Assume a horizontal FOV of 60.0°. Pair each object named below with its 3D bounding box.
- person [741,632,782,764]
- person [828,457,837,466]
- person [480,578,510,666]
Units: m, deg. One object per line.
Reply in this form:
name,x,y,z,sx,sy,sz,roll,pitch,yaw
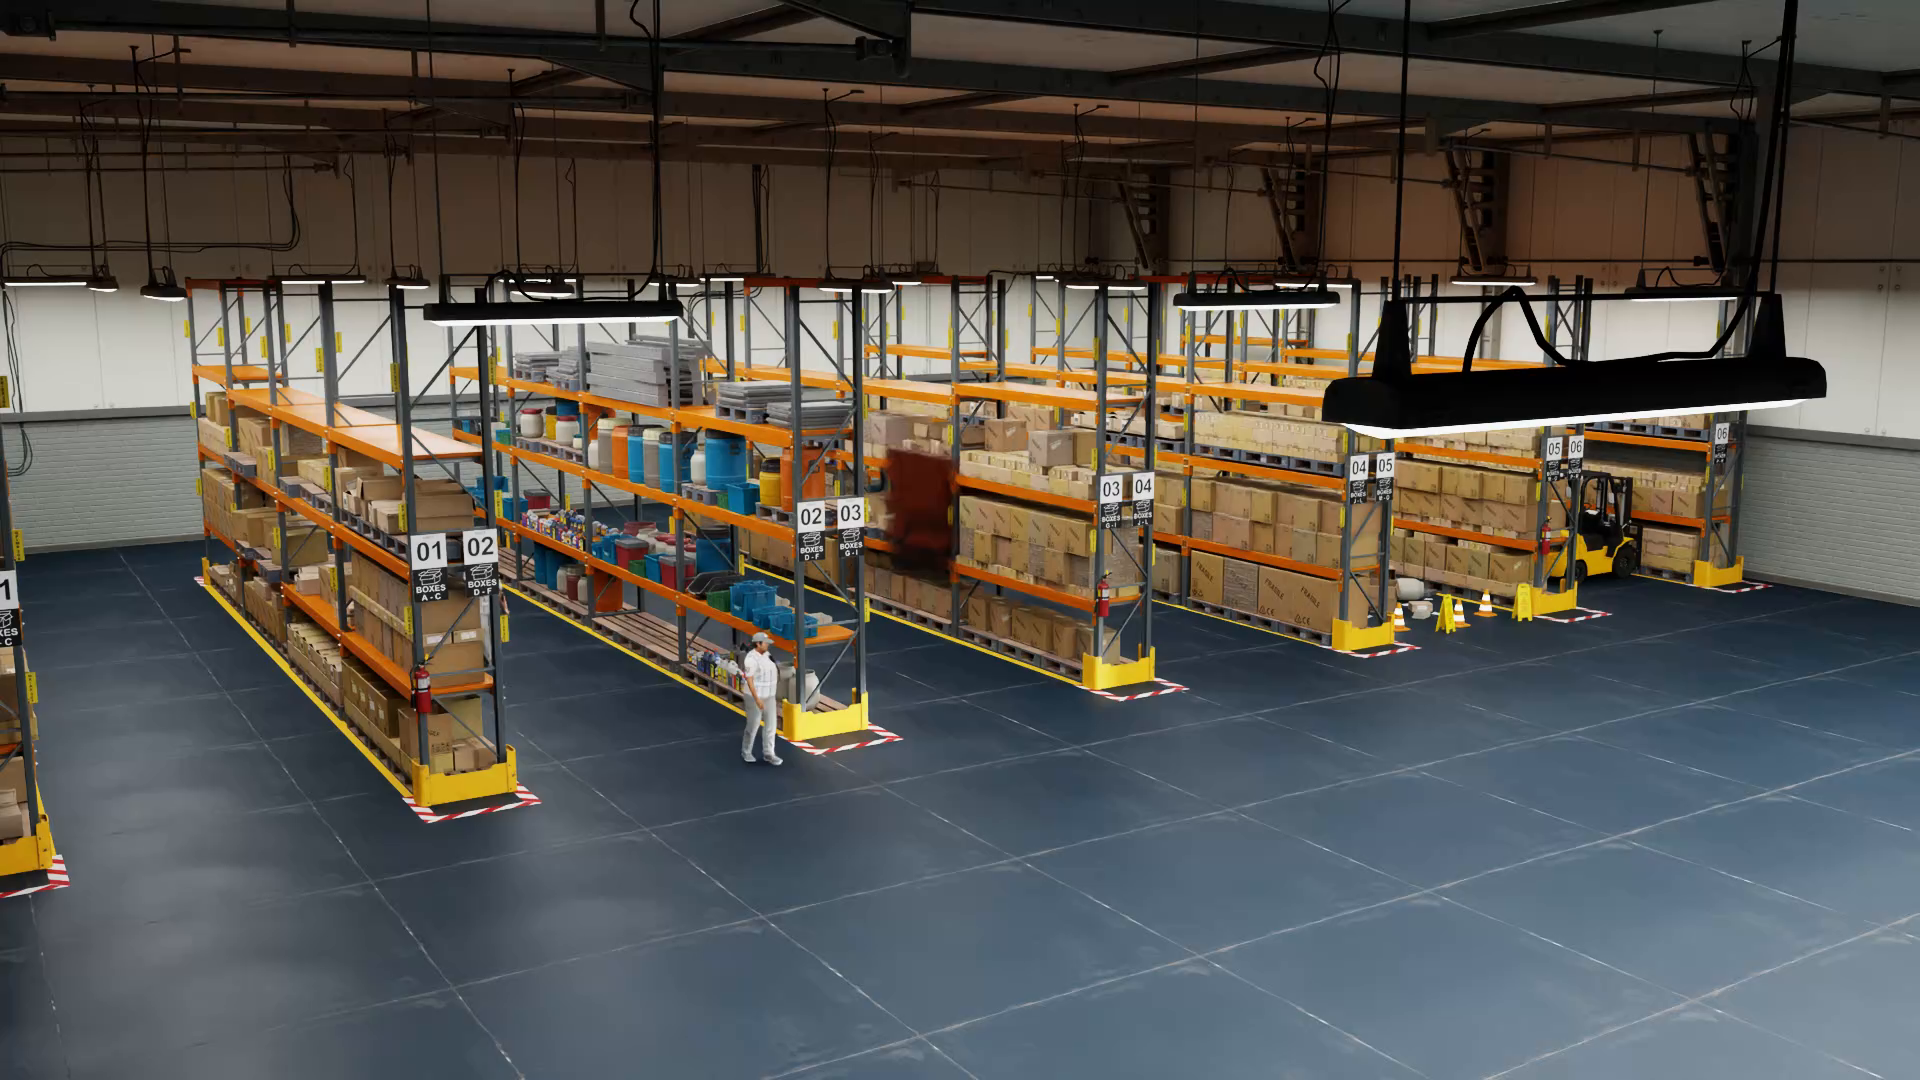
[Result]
person,-2.506,1.999,21.171,0.586,1.666,0.499,6,12,34
person,-3.163,-1.305,40.948,0.498,1.717,0.602,5,11,25
person,-7.438,1.107,26.134,0.656,1.701,1.088,-8,13,-40
